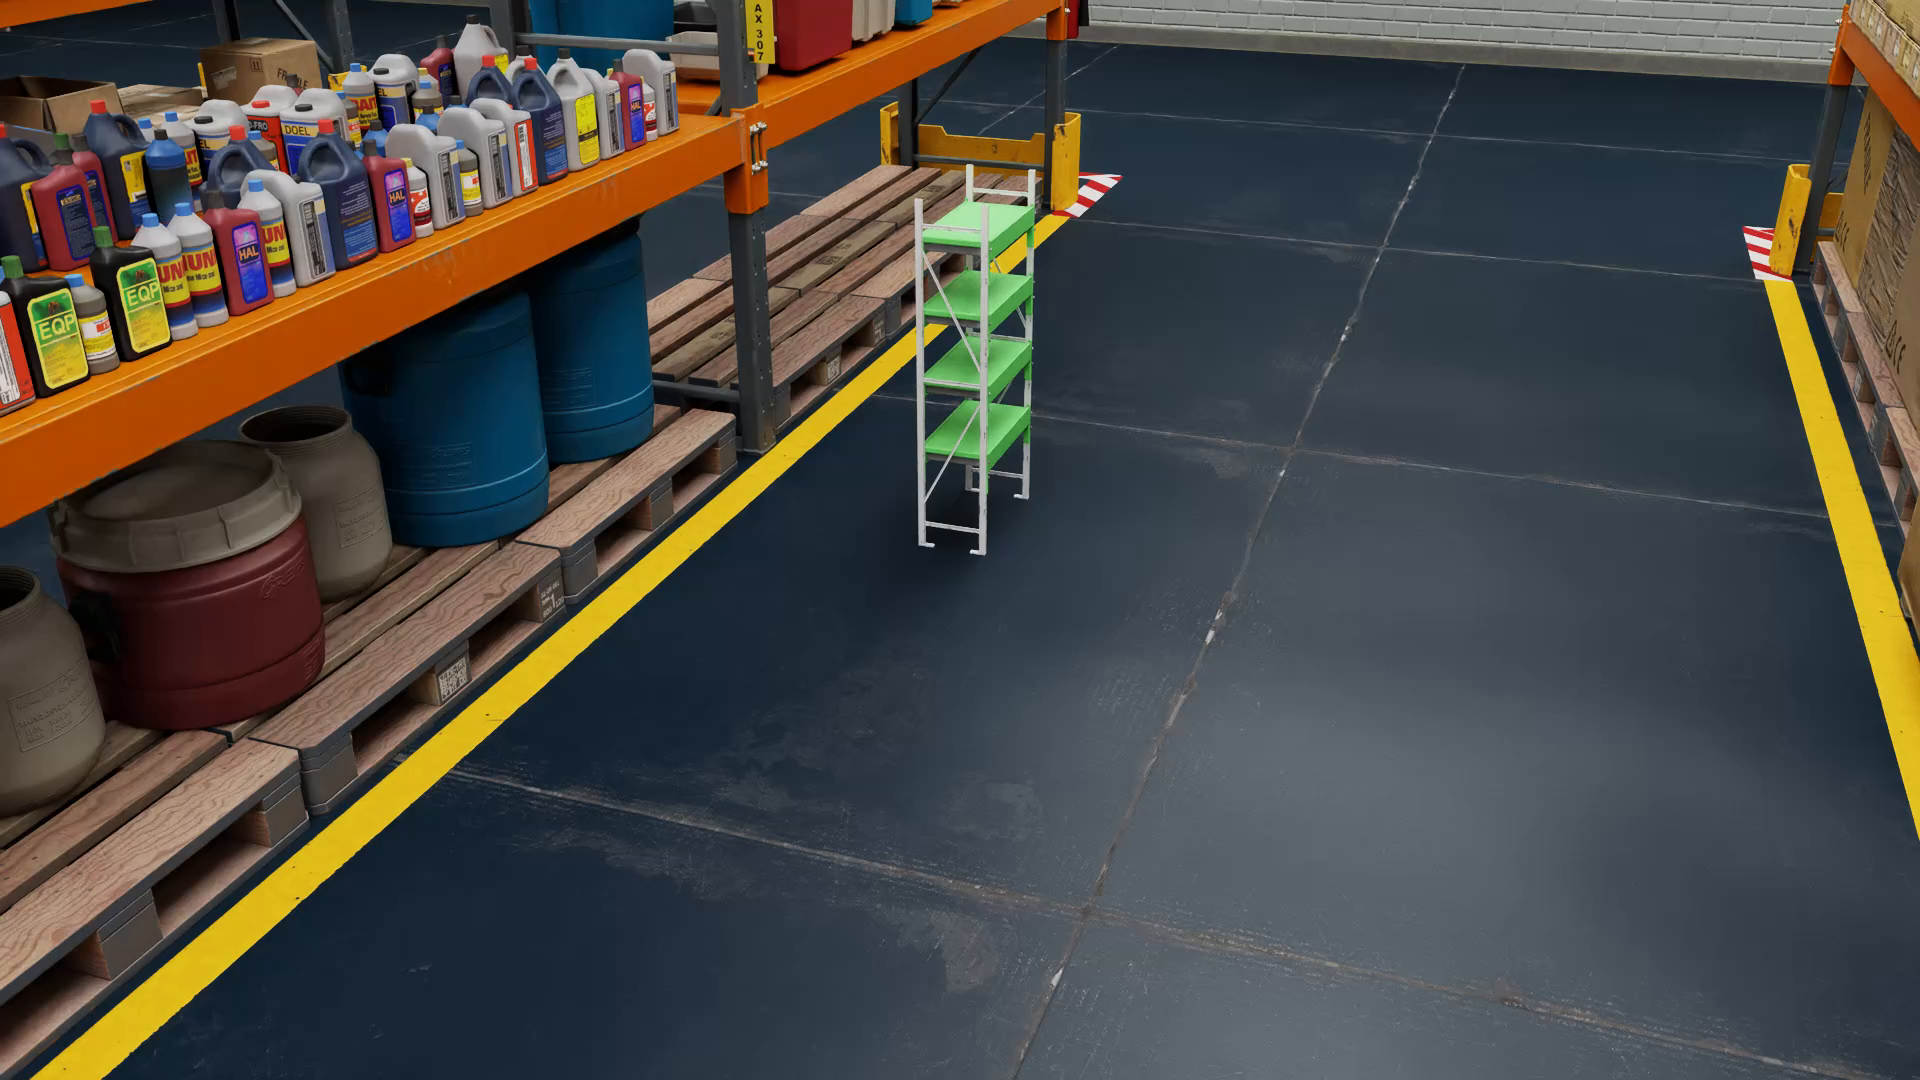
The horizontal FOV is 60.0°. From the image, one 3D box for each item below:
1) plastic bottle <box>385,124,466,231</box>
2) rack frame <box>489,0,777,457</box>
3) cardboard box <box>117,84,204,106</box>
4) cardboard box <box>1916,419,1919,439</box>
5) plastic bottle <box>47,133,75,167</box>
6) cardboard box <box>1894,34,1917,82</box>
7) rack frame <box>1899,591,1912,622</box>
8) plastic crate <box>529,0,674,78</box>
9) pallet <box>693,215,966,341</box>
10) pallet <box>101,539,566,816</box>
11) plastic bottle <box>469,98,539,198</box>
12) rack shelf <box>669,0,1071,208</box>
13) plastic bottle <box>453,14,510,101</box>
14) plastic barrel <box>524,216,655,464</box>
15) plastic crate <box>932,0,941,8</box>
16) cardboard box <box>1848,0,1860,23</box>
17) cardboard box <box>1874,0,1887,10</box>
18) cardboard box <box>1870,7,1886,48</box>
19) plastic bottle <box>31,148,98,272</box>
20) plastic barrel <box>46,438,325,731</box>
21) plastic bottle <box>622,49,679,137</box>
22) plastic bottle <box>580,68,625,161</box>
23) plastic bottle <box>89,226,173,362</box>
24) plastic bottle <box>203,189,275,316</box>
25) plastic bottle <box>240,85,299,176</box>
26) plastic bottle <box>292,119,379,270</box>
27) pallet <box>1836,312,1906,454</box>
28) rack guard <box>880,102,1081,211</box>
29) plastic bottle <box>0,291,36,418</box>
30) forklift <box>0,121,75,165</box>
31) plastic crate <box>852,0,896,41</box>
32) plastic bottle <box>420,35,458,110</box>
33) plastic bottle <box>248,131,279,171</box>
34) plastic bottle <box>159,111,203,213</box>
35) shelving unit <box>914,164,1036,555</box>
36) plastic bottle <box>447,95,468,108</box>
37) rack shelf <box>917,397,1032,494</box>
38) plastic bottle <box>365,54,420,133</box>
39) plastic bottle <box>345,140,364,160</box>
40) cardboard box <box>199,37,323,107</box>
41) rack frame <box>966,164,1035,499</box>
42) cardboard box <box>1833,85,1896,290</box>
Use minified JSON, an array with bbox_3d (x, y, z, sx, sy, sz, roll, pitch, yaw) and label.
[{"bbox_3d":[-1.448,-0.995,4.505,0.152,0.276,0.135,9,27,17],"label":"plastic bottle"},{"bbox_3d":[-1.210,-1.768,5.959,1.000,3.000,0.127,9,27,17],"label":"rack frame"},{"bbox_3d":[-5.163,-2.704,10.543,0.500,0.250,0.500,9,27,17],"label":"cardboard box"},{"bbox_3d":[3.756,-0.542,5.383,0.875,0.875,0.875,9,27,17],"label":"cardboard box"},{"bbox_3d":[-2.322,-0.900,4.300,0.061,0.283,0.133,9,27,17],"label":"plastic bottle"},{"bbox_3d":[3.852,-1.850,6.417,0.380,0.149,0.250,8,27,16],"label":"cardboard box"},{"bbox_3d":[3.461,-1.049,4.475,1.000,3.000,0.127,9,27,17],"label":"rack frame"},{"bbox_3d":[-1.376,-2.029,6.447,0.392,0.384,0.575,9,27,17],"label":"plastic crate"},{"bbox_3d":[-0.597,-1.323,8.241,1.003,0.211,1.213,9,27,17],"label":"pallet"},{"bbox_3d":[-1.910,0.302,4.885,1.003,0.211,1.213,9,27,17],"label":"pallet"},{"bbox_3d":[-1.326,-1.146,4.816,0.152,0.276,0.135,9,27,17],"label":"plastic bottle"},{"bbox_3d":[-0.544,-2.266,7.813,1.077,0.370,4.000,9,27,17],"label":"rack shelf"},{"bbox_3d":[-1.646,-1.631,5.733,0.144,0.351,0.185,9,27,17],"label":"plastic bottle"},{"bbox_3d":[-1.407,-0.791,5.868,0.600,0.901,0.708,9,27,17],"label":"plastic barrel"},{"bbox_3d":[-0.240,-2.599,7.910,0.298,0.136,0.250,9,27,17],"label":"plastic crate"},{"bbox_3d":[4.363,-2.482,7.722,0.380,0.149,0.250,9,27,18],"label":"cardboard box"},{"bbox_3d":[4.211,-2.387,7.068,0.500,0.250,0.500,8,27,17],"label":"cardboard box"},{"bbox_3d":[4.108,-2.164,7.065,0.380,0.149,0.250,8,27,17],"label":"cardboard box"},{"bbox_3d":[-2.231,-0.824,4.144,0.061,0.283,0.133,9,27,17],"label":"plastic bottle"},{"bbox_3d":[-2.018,0.105,4.376,0.600,0.588,0.708,9,27,17],"label":"plastic barrel"},{"bbox_3d":[-1.036,-1.503,5.554,0.152,0.276,0.135,9,27,17],"label":"plastic bottle"},{"bbox_3d":[-1.158,-1.353,5.244,0.152,0.276,0.135,9,27,17],"label":"plastic bottle"},{"bbox_3d":[-1.774,-0.536,3.548,0.061,0.283,0.133,9,27,17],"label":"plastic bottle"},{"bbox_3d":[-1.665,-0.670,3.827,0.061,0.283,0.133,9,27,17],"label":"plastic bottle"},{"bbox_3d":[-2.031,-1.196,4.921,0.152,0.276,0.135,9,27,17],"label":"plastic bottle"},{"bbox_3d":[-1.574,-0.868,4.156,0.144,0.351,0.185,9,27,17],"label":"plastic bottle"},{"bbox_3d":[4.192,-0.598,6.744,1.003,0.211,1.213,9,27,17],"label":"pallet"},{"bbox_3d":[0.117,-2.298,9.923,1.175,0.500,0.348,9,27,17],"label":"rack guard"},{"bbox_3d":[-1.938,-0.389,3.254,0.152,0.276,0.135,9,27,17],"label":"plastic bottle"},{"bbox_3d":[-4.375,-1.435,5.349,1.130,2.935,3.031,15,30,28],"label":"forklift"},{"bbox_3d":[-0.528,-2.342,7.212,0.437,0.282,0.530,9,27,17],"label":"plastic crate"},{"bbox_3d":[-1.779,-1.571,5.687,0.061,0.283,0.133,9,27,17],"label":"plastic bottle"},{"bbox_3d":[-1.985,-1.057,4.719,0.097,0.201,0.097,0,26,0],"label":"plastic bottle"},{"bbox_3d":[-2.173,-1.055,4.635,0.097,0.271,0.097,0,26,0],"label":"plastic bottle"},{"bbox_3d":[0.055,-0.608,5.629,0.258,1.200,0.503,9,27,17],"label":"shelving unit"},{"bbox_3d":[-1.449,-1.154,4.839,0.097,0.271,0.097,0,26,0],"label":"plastic bottle"},{"bbox_3d":[0.055,-0.335,5.761,0.258,0.148,0.480,9,27,17],"label":"rack shelf"},{"bbox_3d":[-1.845,-1.426,5.396,0.152,0.276,0.135,9,27,17],"label":"plastic bottle"},{"bbox_3d":[-1.562,-0.895,4.305,0.097,0.271,0.097,0,26,0],"label":"plastic bottle"},{"bbox_3d":[-4.497,-2.945,10.754,0.500,0.500,0.500,9,27,17],"label":"cardboard box"},{"bbox_3d":[0.136,-0.708,5.836,0.240,1.200,0.015,9,27,17],"label":"rack frame"},{"bbox_3d":[4.654,-1.651,7.675,0.875,0.875,0.875,9,27,17],"label":"cardboard box"}]
